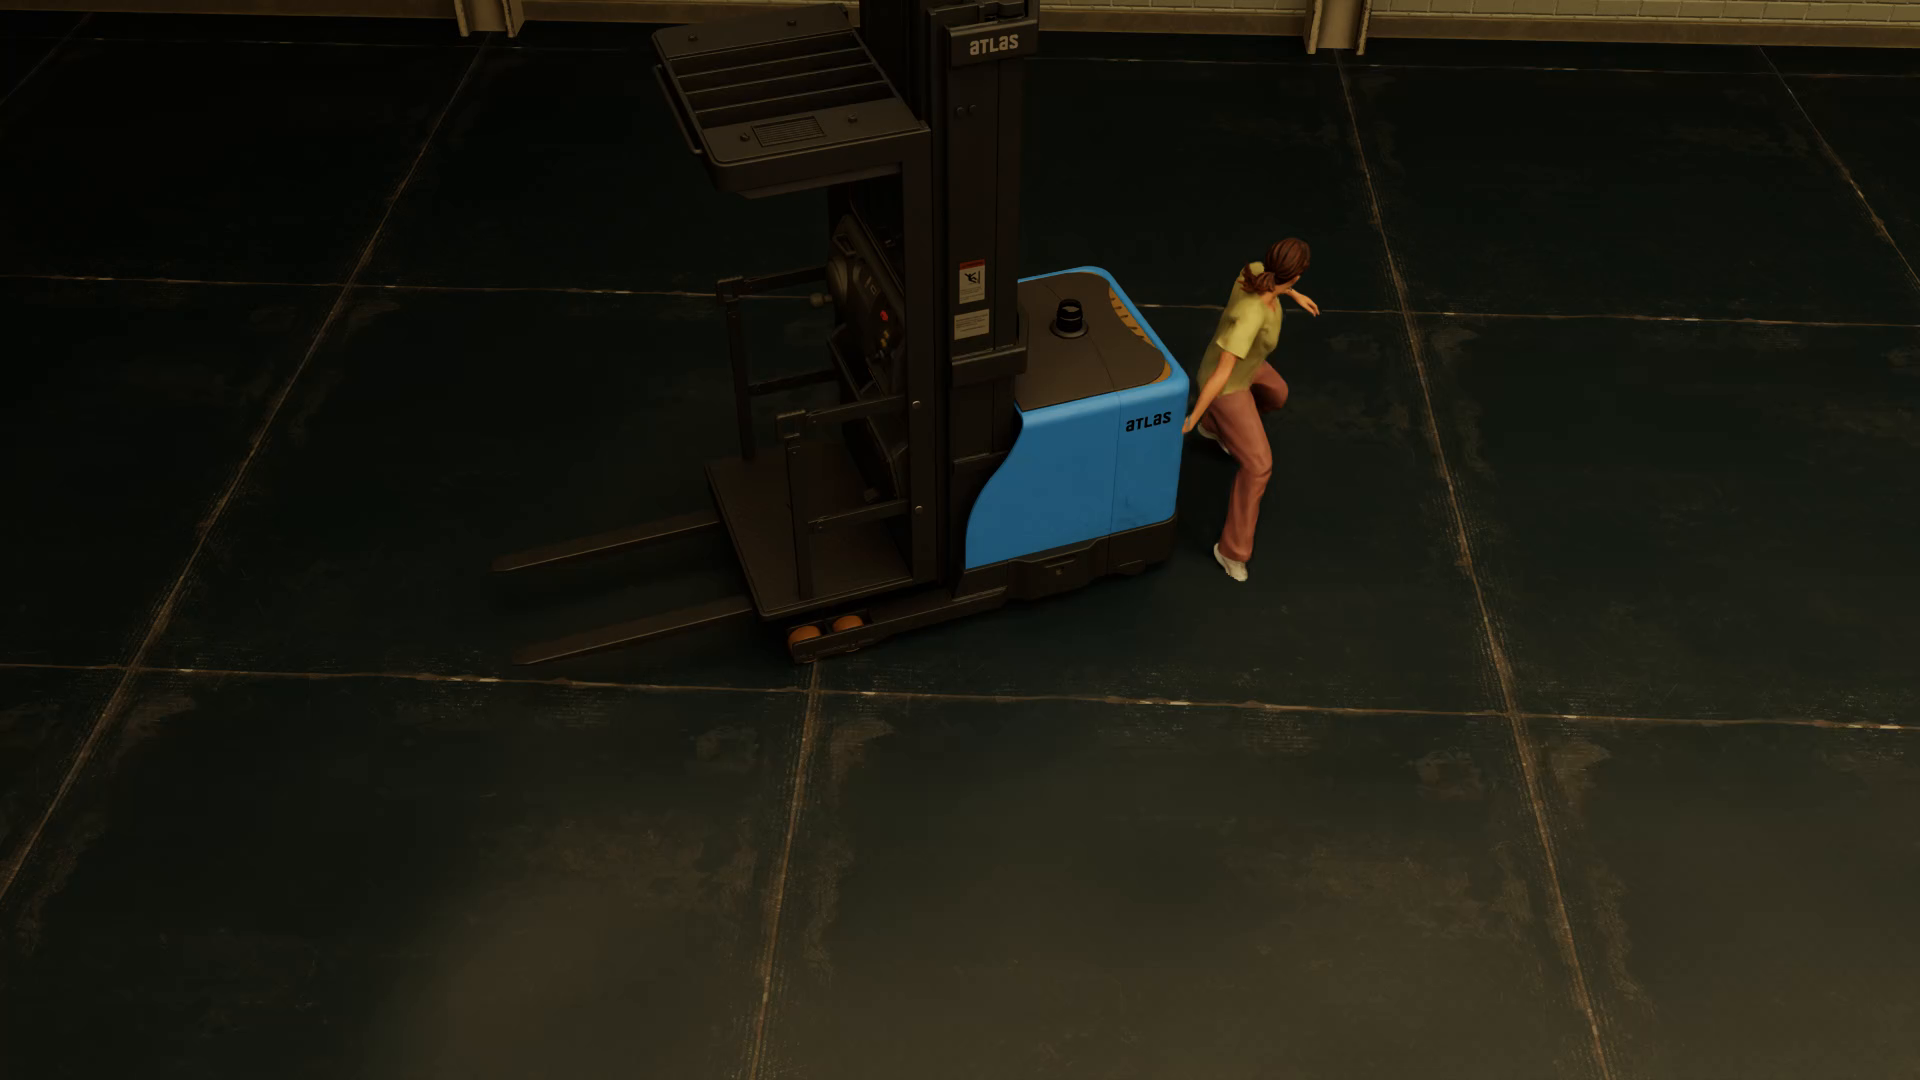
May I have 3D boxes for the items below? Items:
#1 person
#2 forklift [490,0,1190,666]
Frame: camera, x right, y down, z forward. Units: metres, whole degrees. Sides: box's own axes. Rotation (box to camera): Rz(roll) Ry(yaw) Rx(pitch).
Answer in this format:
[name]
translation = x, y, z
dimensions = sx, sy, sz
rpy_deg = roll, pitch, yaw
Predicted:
[person]
translation = 1.286, -0.674, 7.602
dimensions = 0.521, 1.615, 1.010
rpy_deg = 14, 44, 14
[forklift]
translation = -0.573, -0.945, 6.778
dimensions = 3.031, 2.935, 1.130
rpy_deg = -13, 44, -14
